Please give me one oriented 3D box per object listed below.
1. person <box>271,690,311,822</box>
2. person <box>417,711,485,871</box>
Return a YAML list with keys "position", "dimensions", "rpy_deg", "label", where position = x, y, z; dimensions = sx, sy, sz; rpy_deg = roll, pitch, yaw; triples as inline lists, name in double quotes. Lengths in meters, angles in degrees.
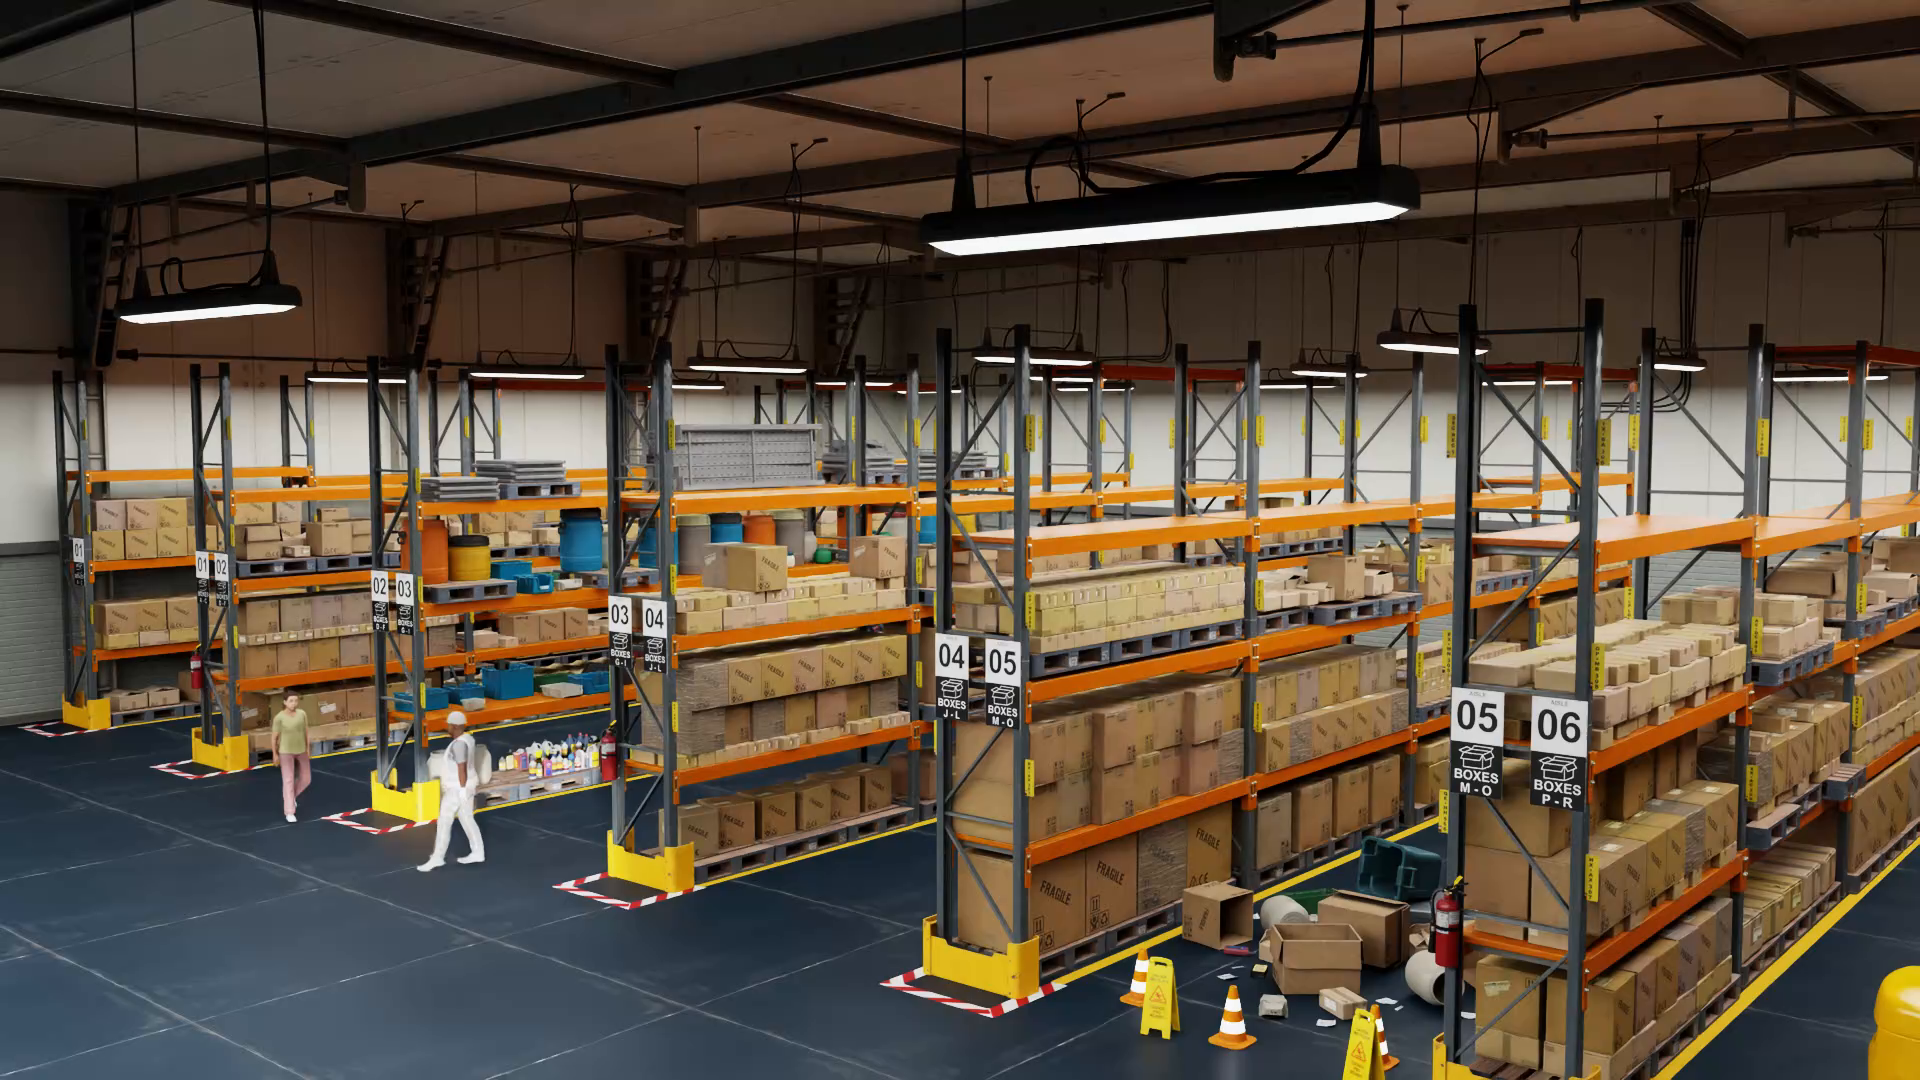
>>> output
- position: [-8.684, 2.770, 21.595]
  dimensions: [0.475, 1.652, 0.788]
  rpy_deg: [-4, 5, -41]
  label: "person"
- position: [-5.890, 2.883, 19.301]
  dimensions: [0.675, 1.786, 0.646]
  rpy_deg: [0, 4, 0]
  label: "person"
